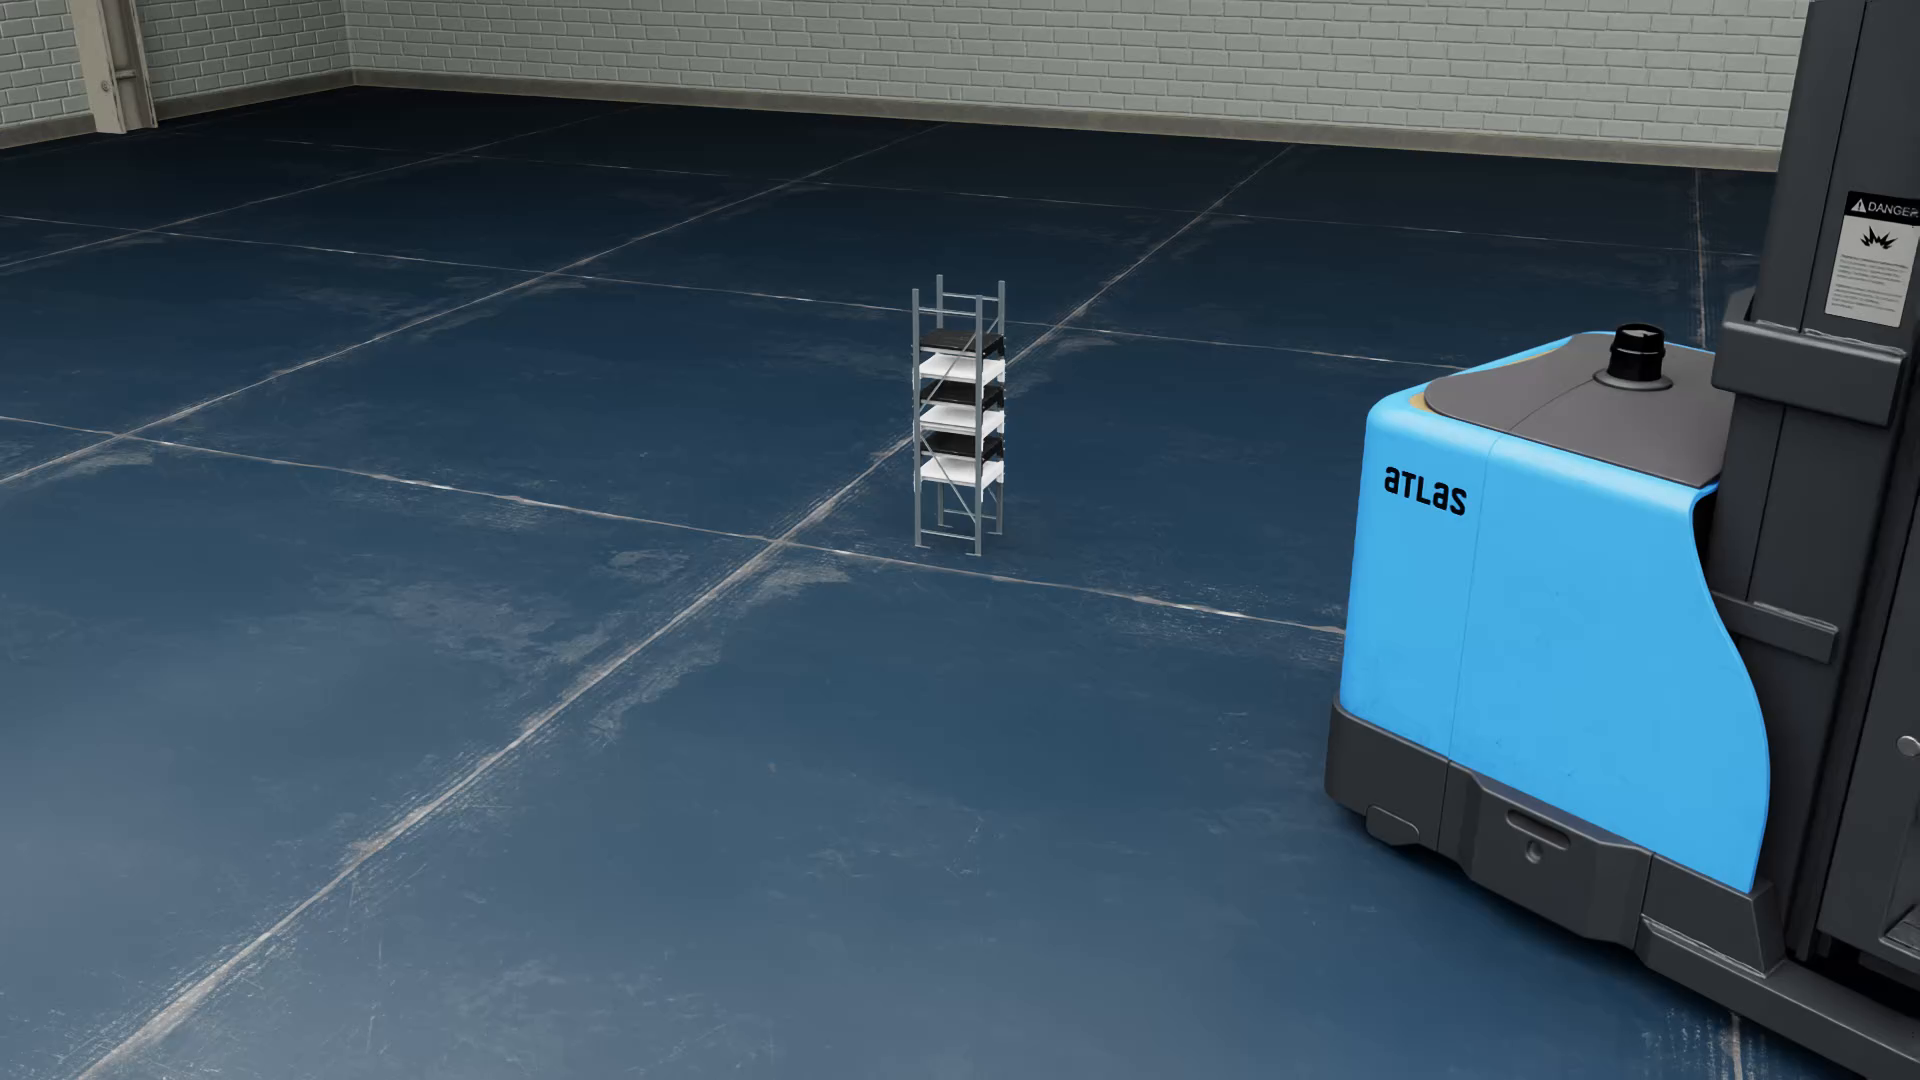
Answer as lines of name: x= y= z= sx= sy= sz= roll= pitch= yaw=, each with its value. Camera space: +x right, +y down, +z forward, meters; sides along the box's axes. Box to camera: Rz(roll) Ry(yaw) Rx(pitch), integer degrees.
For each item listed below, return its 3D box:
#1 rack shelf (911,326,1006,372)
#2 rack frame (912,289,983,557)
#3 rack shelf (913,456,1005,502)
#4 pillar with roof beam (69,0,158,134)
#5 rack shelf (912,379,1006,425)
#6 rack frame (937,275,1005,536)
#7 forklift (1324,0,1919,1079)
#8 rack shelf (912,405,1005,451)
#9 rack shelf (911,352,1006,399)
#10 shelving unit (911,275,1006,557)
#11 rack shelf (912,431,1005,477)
rack shelf: x=-0.003 y=-0.631 z=5.478 sx=0.258 sy=0.077 sz=0.200 roll=9 pitch=24 yaw=20
rack frame: x=-0.041 y=-0.376 z=5.483 sx=0.240 sy=0.900 sz=0.006 roll=9 pitch=24 yaw=20
rack shelf: x=-0.003 y=-0.215 z=5.652 sx=0.258 sy=0.077 sz=0.200 roll=9 pitch=24 yaw=20
pillar with roof beam: x=-3.054 y=-7.011 z=10.861 sx=9.100 sy=9.000 sz=0.400 roll=9 pitch=24 yaw=20
rack shelf: x=-0.003 y=-0.465 z=5.548 sx=0.258 sy=0.077 sz=0.200 roll=9 pitch=24 yaw=20
rack frame: x=0.035 y=-0.449 z=5.657 sx=0.240 sy=0.900 sz=0.006 roll=9 pitch=24 yaw=20
forklift: x=2.233 y=-0.362 z=2.813 sx=1.130 sy=2.935 sz=3.031 roll=-18 pitch=29 yaw=-37
rack shelf: x=-0.003 y=-0.382 z=5.582 sx=0.258 sy=0.077 sz=0.200 roll=9 pitch=24 yaw=20
rack shelf: x=-0.003 y=-0.548 z=5.513 sx=0.258 sy=0.077 sz=0.200 roll=9 pitch=24 yaw=20
shelving unit: x=-0.003 y=-0.412 z=5.570 sx=0.258 sy=0.900 sz=0.210 roll=9 pitch=24 yaw=20
rack shelf: x=-0.003 y=-0.299 z=5.617 sx=0.258 sy=0.077 sz=0.200 roll=9 pitch=24 yaw=20
